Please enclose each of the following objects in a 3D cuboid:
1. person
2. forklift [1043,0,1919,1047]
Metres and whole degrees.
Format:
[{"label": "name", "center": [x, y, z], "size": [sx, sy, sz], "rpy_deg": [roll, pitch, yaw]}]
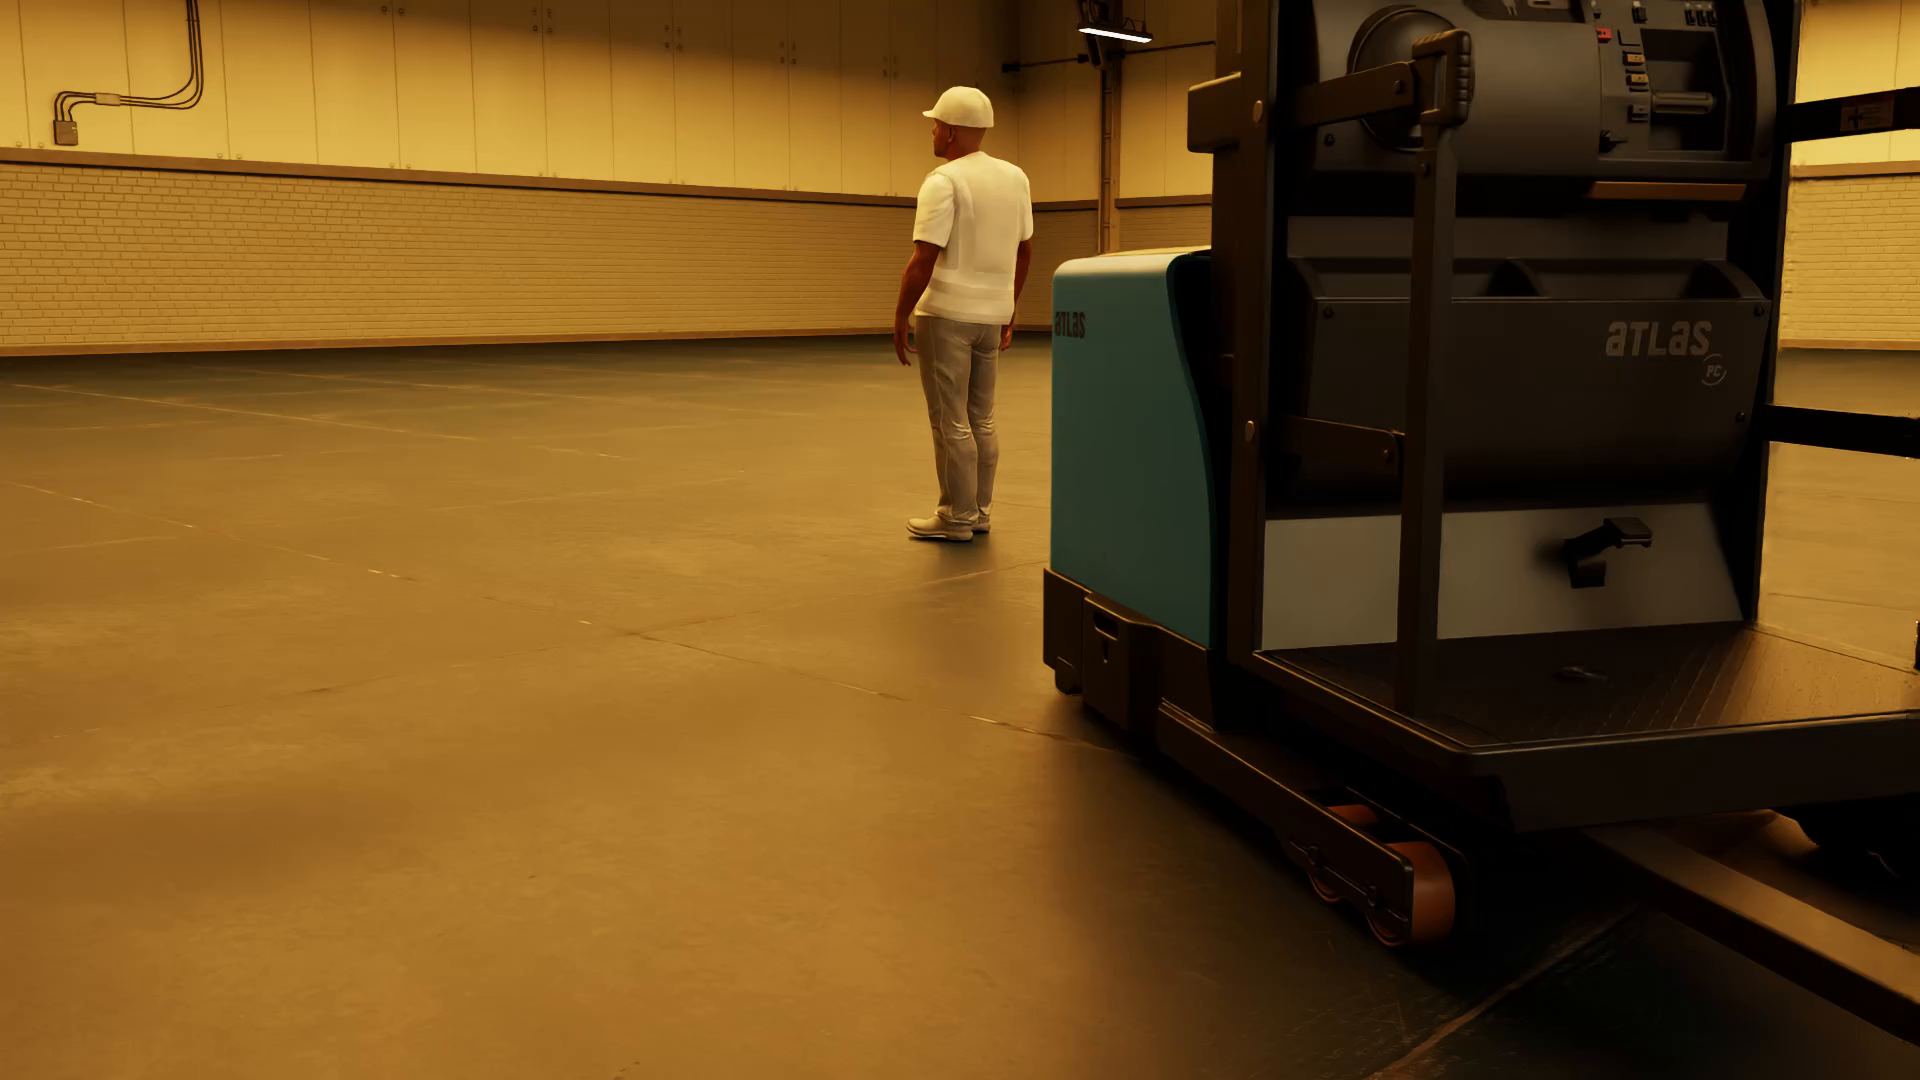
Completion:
[{"label": "person", "center": [-0.047, -0.888, 6.637], "size": [0.575, 1.768, 0.665], "rpy_deg": [8, 12, 43]}, {"label": "forklift", "center": [1.096, -0.886, 2.758], "size": [1.130, 2.935, 3.031], "rpy_deg": [-2, 9, -15]}]
